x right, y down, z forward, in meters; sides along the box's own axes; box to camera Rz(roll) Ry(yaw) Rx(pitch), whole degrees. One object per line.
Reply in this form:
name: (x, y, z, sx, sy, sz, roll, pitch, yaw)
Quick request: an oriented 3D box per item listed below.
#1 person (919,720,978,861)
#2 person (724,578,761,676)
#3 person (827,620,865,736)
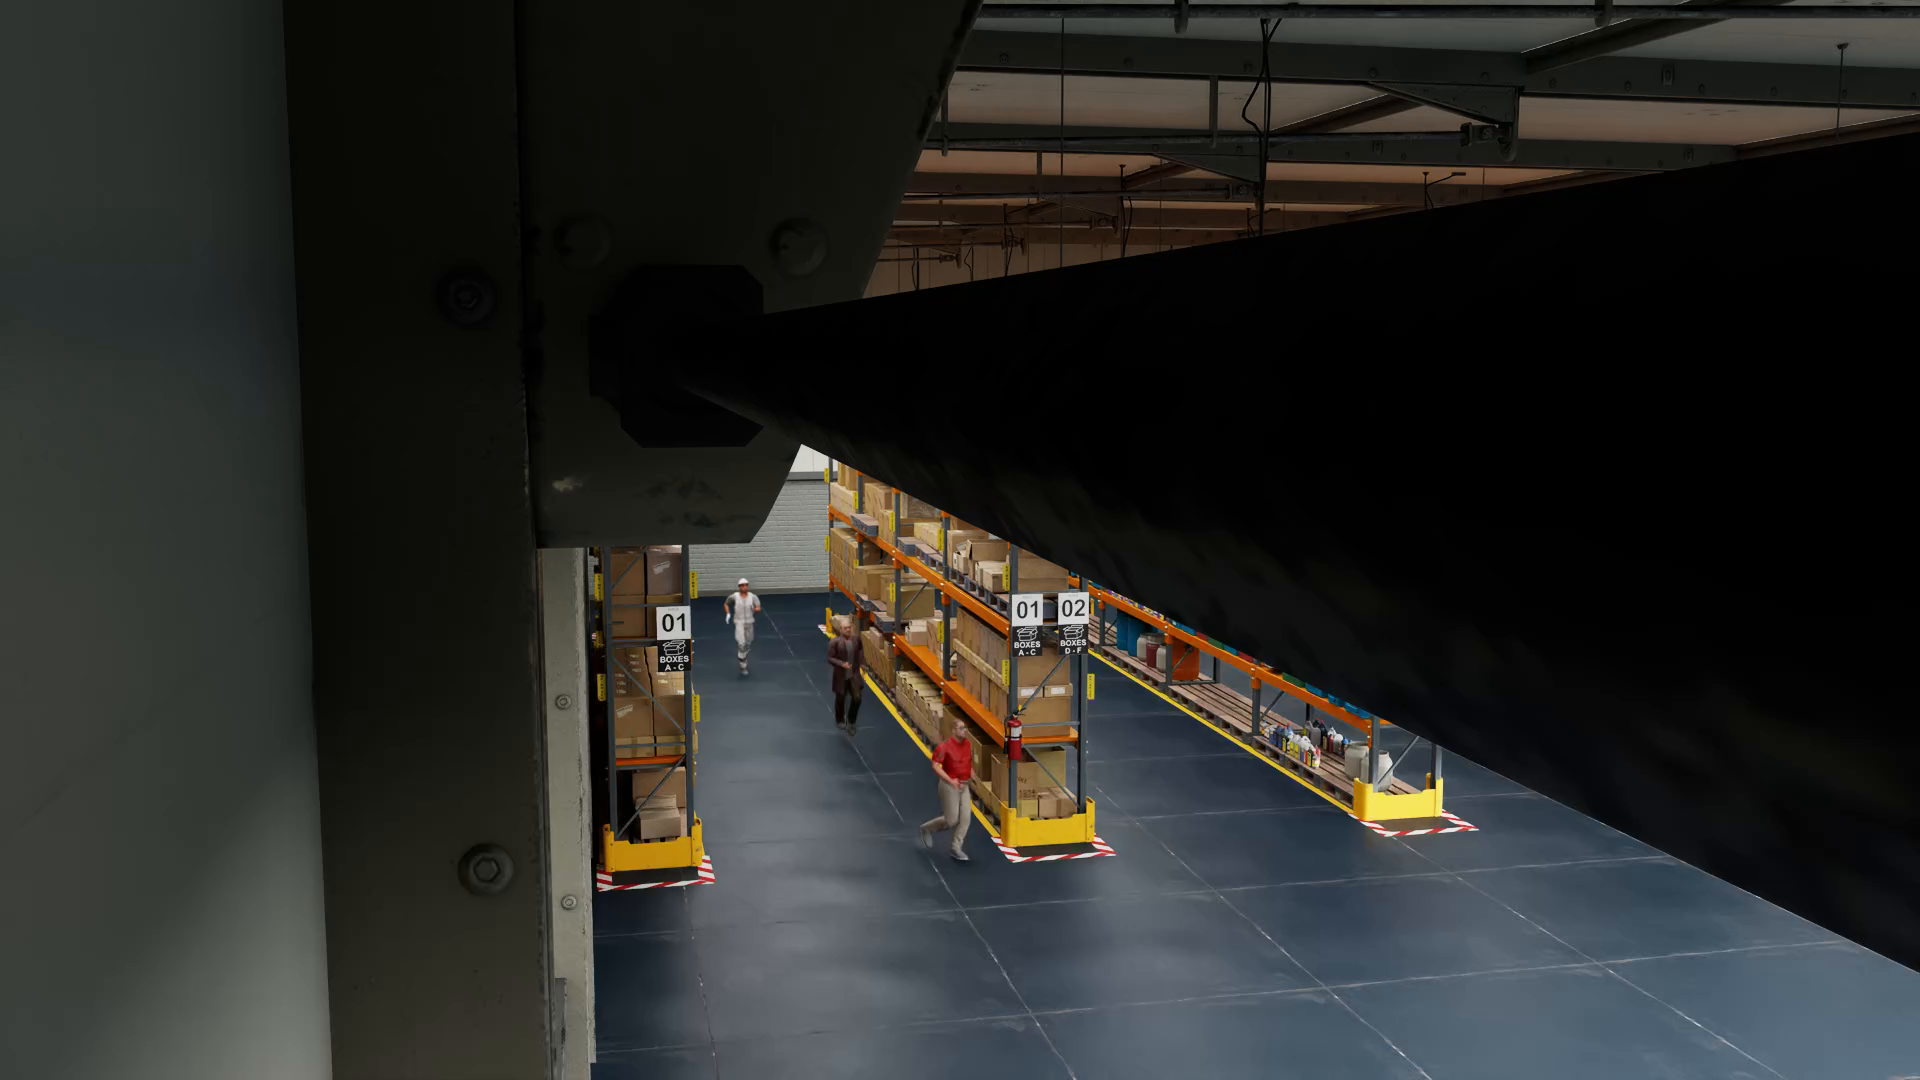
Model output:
person: (-0.066, 3.057, 20.591, 0.707, 1.682, 0.699, 6, 9, 41)
person: (-4.154, 1.635, 31.915, 0.654, 1.816, 0.915, -3, 7, -22)
person: (-1.750, 2.153, 25.832, 0.672, 1.829, 0.835, -3, 7, -21)
